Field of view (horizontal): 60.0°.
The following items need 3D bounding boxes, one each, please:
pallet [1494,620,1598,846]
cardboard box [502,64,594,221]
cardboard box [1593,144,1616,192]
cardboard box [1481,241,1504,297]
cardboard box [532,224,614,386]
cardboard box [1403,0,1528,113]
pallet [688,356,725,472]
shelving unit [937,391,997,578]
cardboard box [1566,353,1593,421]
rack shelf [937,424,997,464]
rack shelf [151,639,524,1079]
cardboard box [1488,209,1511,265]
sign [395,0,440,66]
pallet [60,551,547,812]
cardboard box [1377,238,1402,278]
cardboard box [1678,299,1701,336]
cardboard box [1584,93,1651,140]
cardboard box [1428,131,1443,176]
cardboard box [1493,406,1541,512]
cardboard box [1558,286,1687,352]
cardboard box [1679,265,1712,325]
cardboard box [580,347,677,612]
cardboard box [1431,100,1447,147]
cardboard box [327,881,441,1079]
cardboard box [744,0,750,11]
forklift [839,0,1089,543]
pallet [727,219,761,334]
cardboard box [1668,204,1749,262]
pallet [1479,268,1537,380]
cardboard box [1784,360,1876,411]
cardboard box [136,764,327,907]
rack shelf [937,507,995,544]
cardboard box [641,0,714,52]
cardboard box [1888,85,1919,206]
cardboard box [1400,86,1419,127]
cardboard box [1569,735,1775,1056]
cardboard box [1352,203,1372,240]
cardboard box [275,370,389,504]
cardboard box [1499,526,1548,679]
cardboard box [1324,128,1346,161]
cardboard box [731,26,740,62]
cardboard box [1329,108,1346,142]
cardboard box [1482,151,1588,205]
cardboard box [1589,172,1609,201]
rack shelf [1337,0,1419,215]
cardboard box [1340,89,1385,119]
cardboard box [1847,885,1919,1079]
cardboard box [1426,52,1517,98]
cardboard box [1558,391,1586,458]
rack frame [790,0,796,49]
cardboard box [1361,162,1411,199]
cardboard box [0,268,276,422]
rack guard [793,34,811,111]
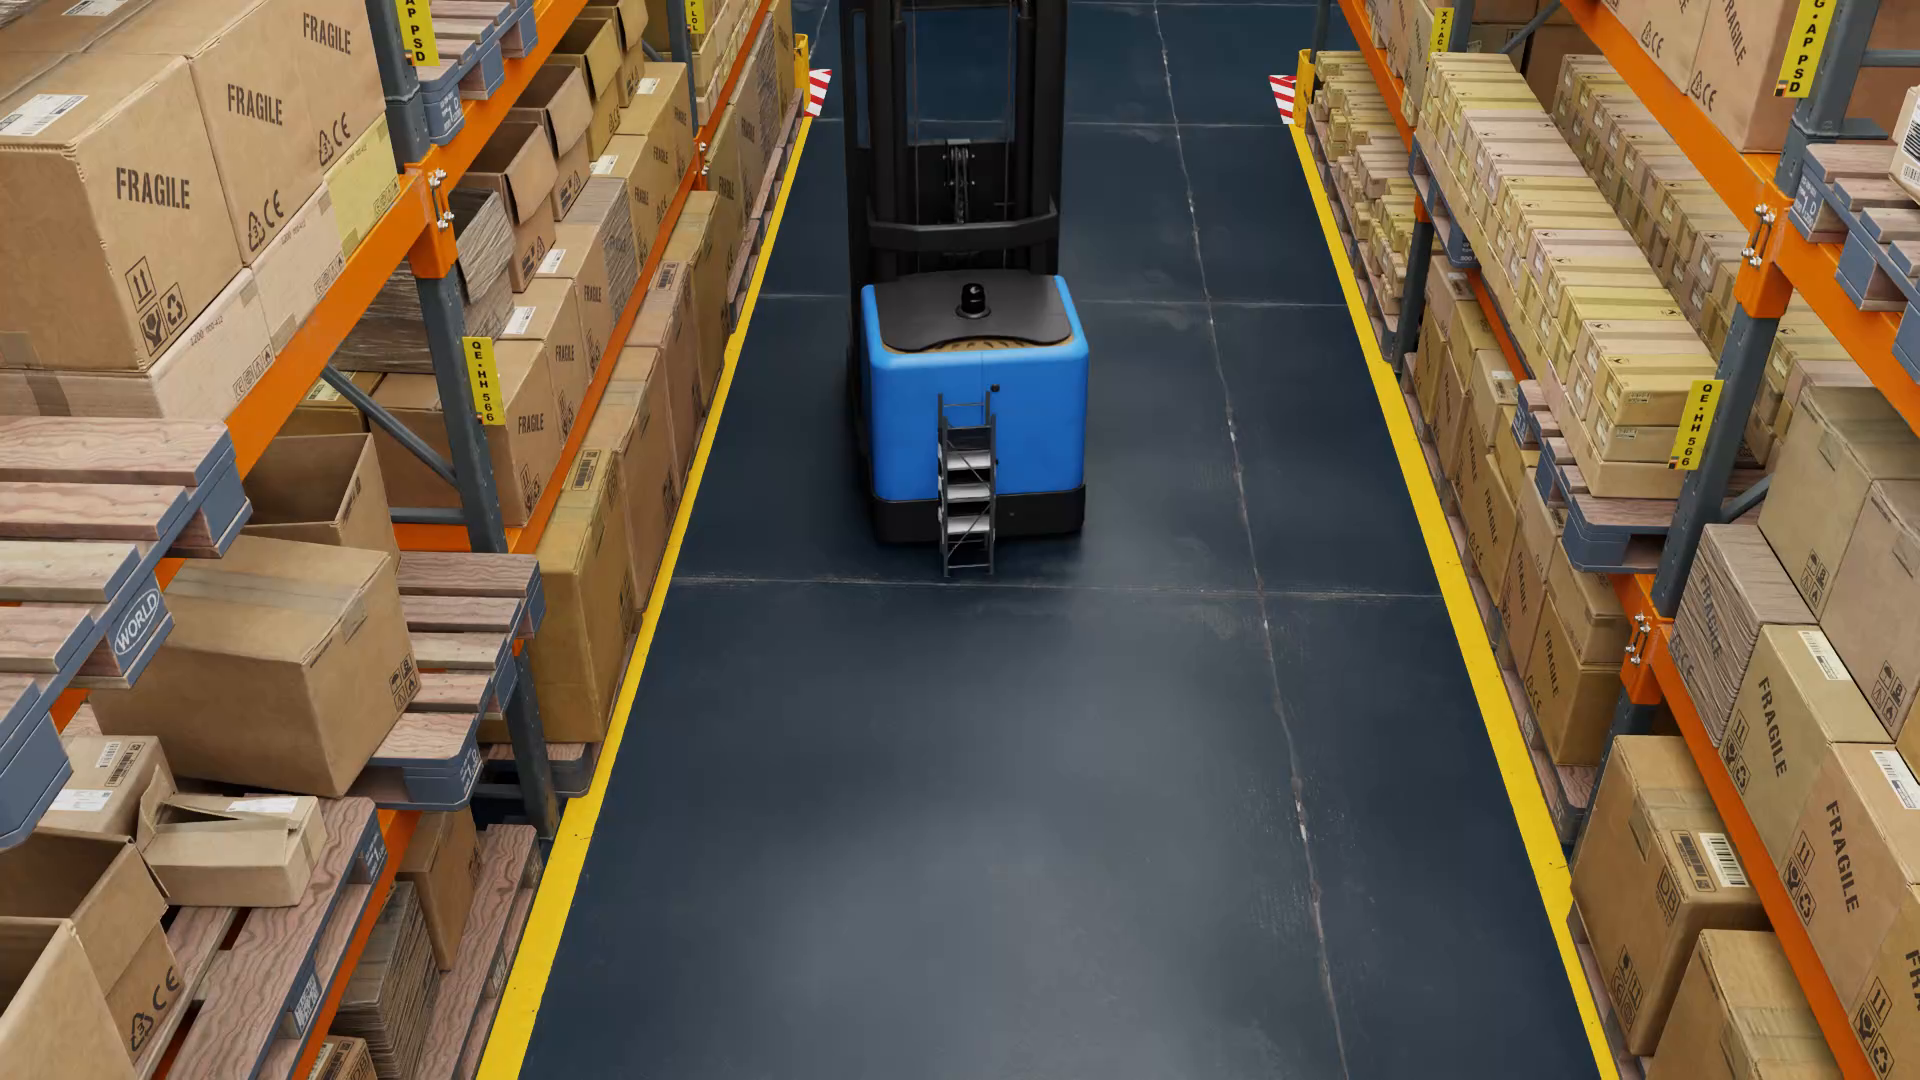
[{"bbox_3d":[2.884,0.781,6.955,1.003,0.211,1.213,1,35,2],"label":"pallet"},{"bbox_3d":[-2.006,-1.714,7.121,0.797,0.503,0.637,2,35,3],"label":"cardboard box"},{"bbox_3d":[3.165,-1.715,7.677,0.380,0.149,0.250,0,35,0],"label":"cardboard box"},{"bbox_3d":[2.476,-1.167,7.155,0.380,0.149,0.250,0,35,0],"label":"cardboard box"},{"bbox_3d":[-1.773,-0.988,6.960,0.500,0.500,0.500,1,35,1],"label":"cardboard box"},{"bbox_3d":[2.749,-2.656,9.075,0.500,0.500,0.500,1,35,2],"label":"cardboard box"},{"bbox_3d":[-1.895,-0.796,9.198,1.003,0.211,1.213,1,35,2],"label":"pallet"},{"bbox_3d":[0.030,-0.251,7.825,0.258,0.900,0.210,-4,35,-5],"label":"shelving unit"},{"bbox_3d":[2.425,-0.549,6.017,0.380,0.149,0.250,3,35,4],"label":"cardboard box"},{"bbox_3d":[0.030,-0.445,7.689,0.258,0.077,0.200,-4,35,-5],"label":"rack shelf"},{"bbox_3d":[-2.181,1.360,4.332,1.077,0.370,4.000,1,35,2],"label":"rack shelf"},{"bbox_3d":[2.476,-1.285,7.065,0.380,0.149,0.250,1,35,1],"label":"cardboard box"},{"bbox_3d":[-1.558,-1.508,4.729,0.100,0.325,0.005,1,35,2],"label":"sign"},{"bbox_3d":[-2.023,0.407,5.229,1.213,0.211,1.003,1,35,2],"label":"pallet"},{"bbox_3d":[2.706,-1.680,9.887,0.380,0.149,0.250,0,35,0],"label":"cardboard box"},{"bbox_3d":[3.110,-0.849,6.703,0.380,0.149,0.250,2,35,3],"label":"cardboard box"},{"bbox_3d":[3.169,-1.983,7.799,0.380,0.149,0.250,0,35,0],"label":"cardboard box"},{"bbox_3d":[2.531,-1.903,8.202,0.380,0.149,0.250,2,35,3],"label":"cardboard box"},{"bbox_3d":[2.663,-0.348,7.293,0.500,0.250,0.500,2,35,3],"label":"cardboard box"},{"bbox_3d":[2.436,-0.810,6.130,0.380,0.149,0.250,2,35,3],"label":"cardboard box"},{"bbox_3d":[3.109,-0.972,6.619,0.380,0.149,0.250,1,35,2],"label":"cardboard box"},{"bbox_3d":[-2.008,-0.294,7.542,1.225,0.875,0.875,1,35,2],"label":"cardboard box"},{"bbox_3d":[2.528,-2.035,8.131,0.380,0.149,0.250,1,35,1],"label":"cardboard box"},{"bbox_3d":[-2.117,1.464,5.350,0.700,0.500,0.500,-1,35,-2],"label":"cardboard box"},{"bbox_3d":[-1.591,-3.572,10.596,0.500,0.250,0.500,1,35,2],"label":"cardboard box"},{"bbox_3d":[-0.059,-2.017,8.571,1.130,2.935,3.031,-4,35,-5],"label":"forklift"},{"bbox_3d":[-1.831,-1.676,10.451,1.003,0.211,1.213,1,35,2],"label":"pallet"},{"bbox_3d":[3.115,-1.239,6.741,0.380,0.149,0.250,2,35,3],"label":"cardboard box"},{"bbox_3d":[2.890,-0.971,7.189,1.003,0.211,1.213,1,35,2],"label":"pallet"},{"bbox_3d":[3.064,-0.487,5.670,0.380,0.149,0.250,1,35,2],"label":"cardboard box"},{"bbox_3d":[-1.898,0.764,4.306,0.396,0.266,0.258,0,35,1],"label":"cardboard box"},{"bbox_3d":[0.030,-0.077,7.948,0.258,0.077,0.200,-4,35,-5],"label":"rack shelf"},{"bbox_3d":[-1.665,-3.018,9.155,0.500,0.500,0.500,1,35,2],"label":"cardboard box"},{"bbox_3d":[2.603,-0.903,3.943,0.500,0.311,0.500,1,35,2],"label":"cardboard box"},{"bbox_3d":[2.691,-2.426,9.312,0.380,0.149,0.250,0,35,1],"label":"cardboard box"},{"bbox_3d":[2.737,1.186,5.546,1.050,0.750,0.750,1,35,1],"label":"cardboard box"},{"bbox_3d":[2.729,-2.042,10.661,0.380,0.149,0.250,1,35,2],"label":"cardboard box"},{"bbox_3d":[-2.328,-0.414,6.143,0.500,0.500,0.500,2,35,3],"label":"cardboard box"},{"bbox_3d":[2.641,0.258,7.083,0.500,0.500,0.500,3,35,4],"label":"cardboard box"},{"bbox_3d":[2.780,-2.779,11.710,0.380,0.149,0.250,2,35,2],"label":"cardboard box"},{"bbox_3d":[-1.556,-3.041,10.187,0.380,0.149,0.250,1,35,1],"label":"cardboard box"},{"bbox_3d":[2.788,-2.895,11.617,0.380,0.149,0.250,2,35,3],"label":"cardboard box"},{"bbox_3d":[2.486,-1.563,7.201,0.380,0.149,0.250,3,35,4],"label":"cardboard box"},{"bbox_3d":[3.162,-1.609,7.784,0.380,0.149,0.250,0,35,-1],"label":"cardboard box"},{"bbox_3d":[3.092,-3.064,10.626,1.077,0.370,4.000,1,35,2],"label":"rack shelf"},{"bbox_3d":[2.856,-3.015,11.528,0.380,0.149,0.250,0,35,0],"label":"cardboard box"},{"bbox_3d":[2.503,1.168,3.892,0.500,0.500,0.500,1,35,1],"label":"cardboard box"},{"bbox_3d":[2.537,-2.306,8.258,0.380,0.149,0.250,3,35,4],"label":"cardboard box"},{"bbox_3d":[2.424,-0.416,6.087,0.380,0.149,0.250,1,35,2],"label":"cardboard box"},{"bbox_3d":[-1.779,-4.680,12.300,1.000,3.000,0.127,1,35,2],"label":"rack frame"},{"bbox_3d":[2.747,-2.264,10.460,0.380,0.149,0.250,0,35,0],"label":"cardboard box"},{"bbox_3d":[-1.904,-0.397,3.727,0.500,0.250,0.500,2,35,3],"label":"cardboard box"},{"bbox_3d":[-1.778,-3.671,13.038,1.175,0.500,0.348,1,35,2],"label":"rack guard"}]
